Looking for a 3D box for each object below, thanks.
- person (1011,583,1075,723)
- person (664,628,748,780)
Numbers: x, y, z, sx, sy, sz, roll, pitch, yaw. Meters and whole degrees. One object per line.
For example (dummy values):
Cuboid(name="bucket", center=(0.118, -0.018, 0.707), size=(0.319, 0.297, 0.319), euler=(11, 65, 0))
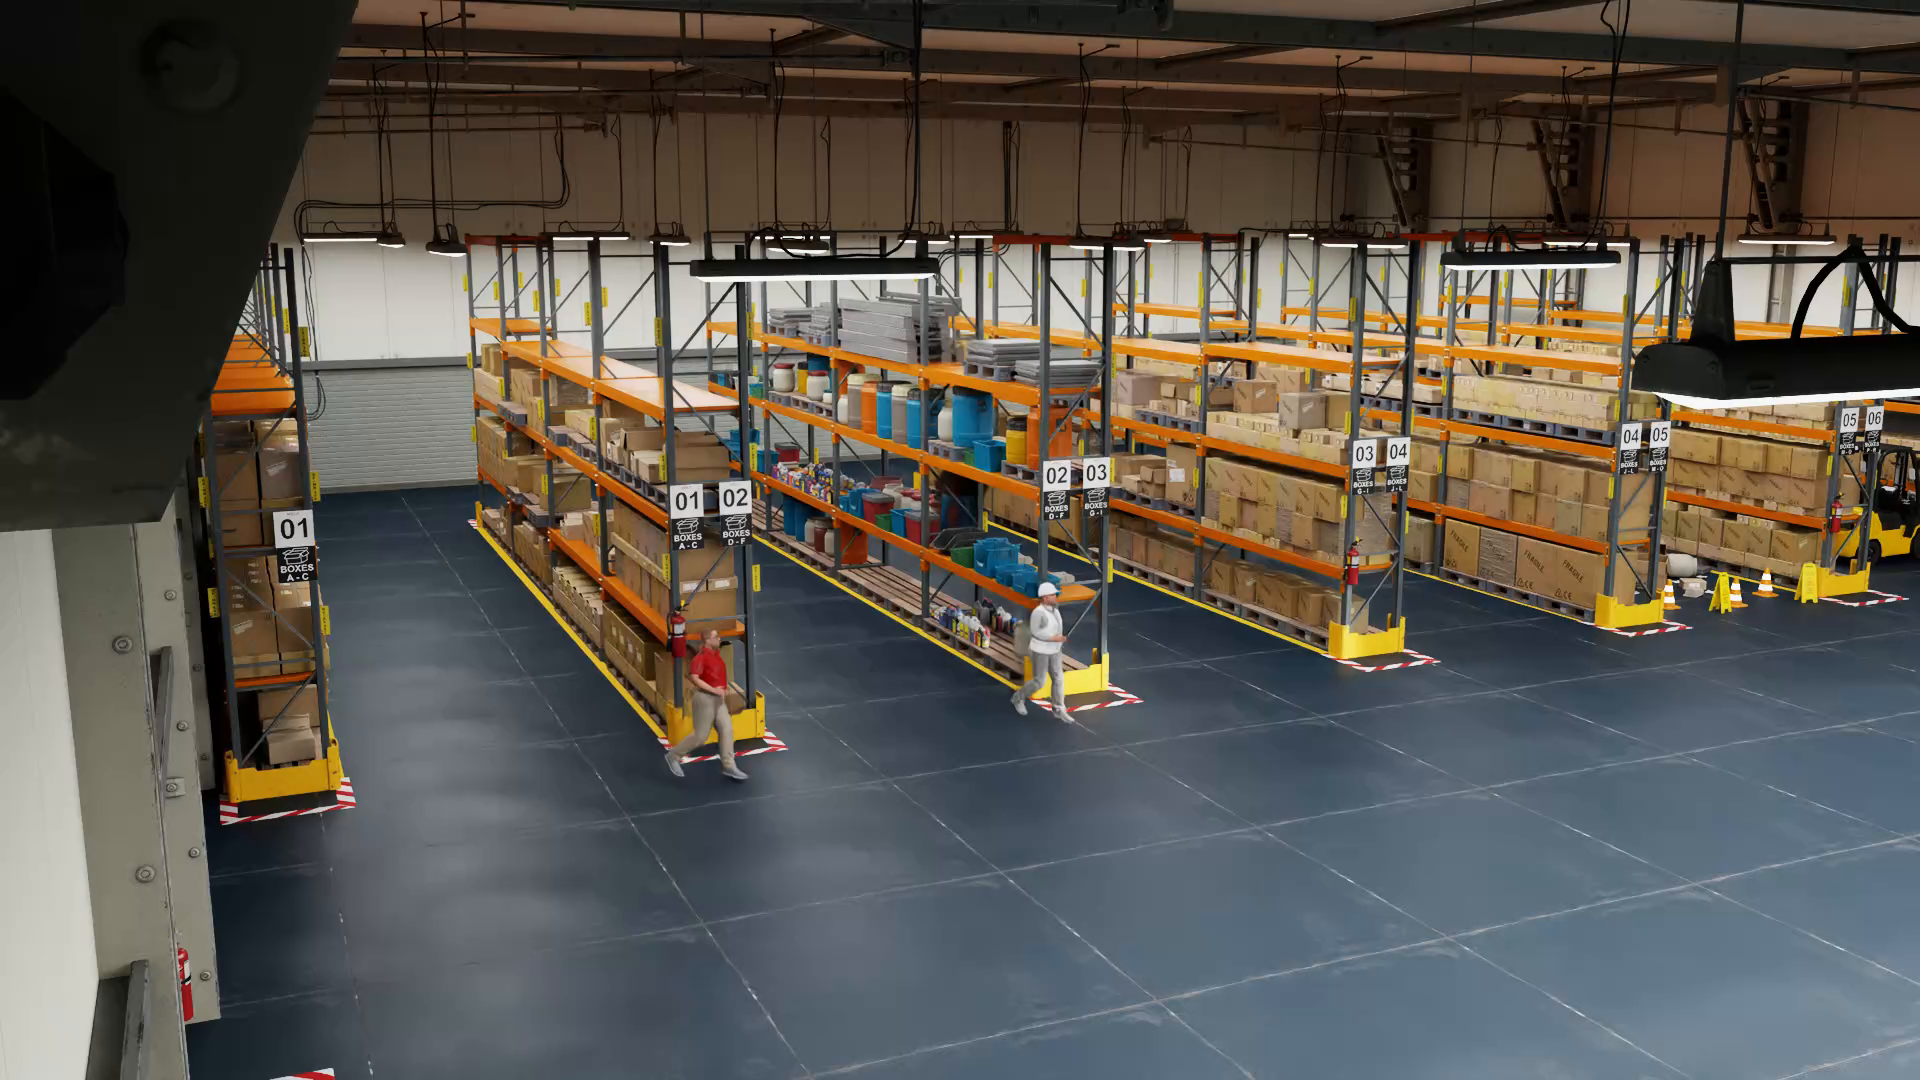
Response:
Cuboid(name="person", center=(1.078, 1.414, 21.152), size=(0.854, 1.790, 0.677), euler=(7, 13, 33))
Cuboid(name="person", center=(-2.847, 1.858, 19.051), size=(0.973, 1.700, 0.739), euler=(3, 11, 15))
